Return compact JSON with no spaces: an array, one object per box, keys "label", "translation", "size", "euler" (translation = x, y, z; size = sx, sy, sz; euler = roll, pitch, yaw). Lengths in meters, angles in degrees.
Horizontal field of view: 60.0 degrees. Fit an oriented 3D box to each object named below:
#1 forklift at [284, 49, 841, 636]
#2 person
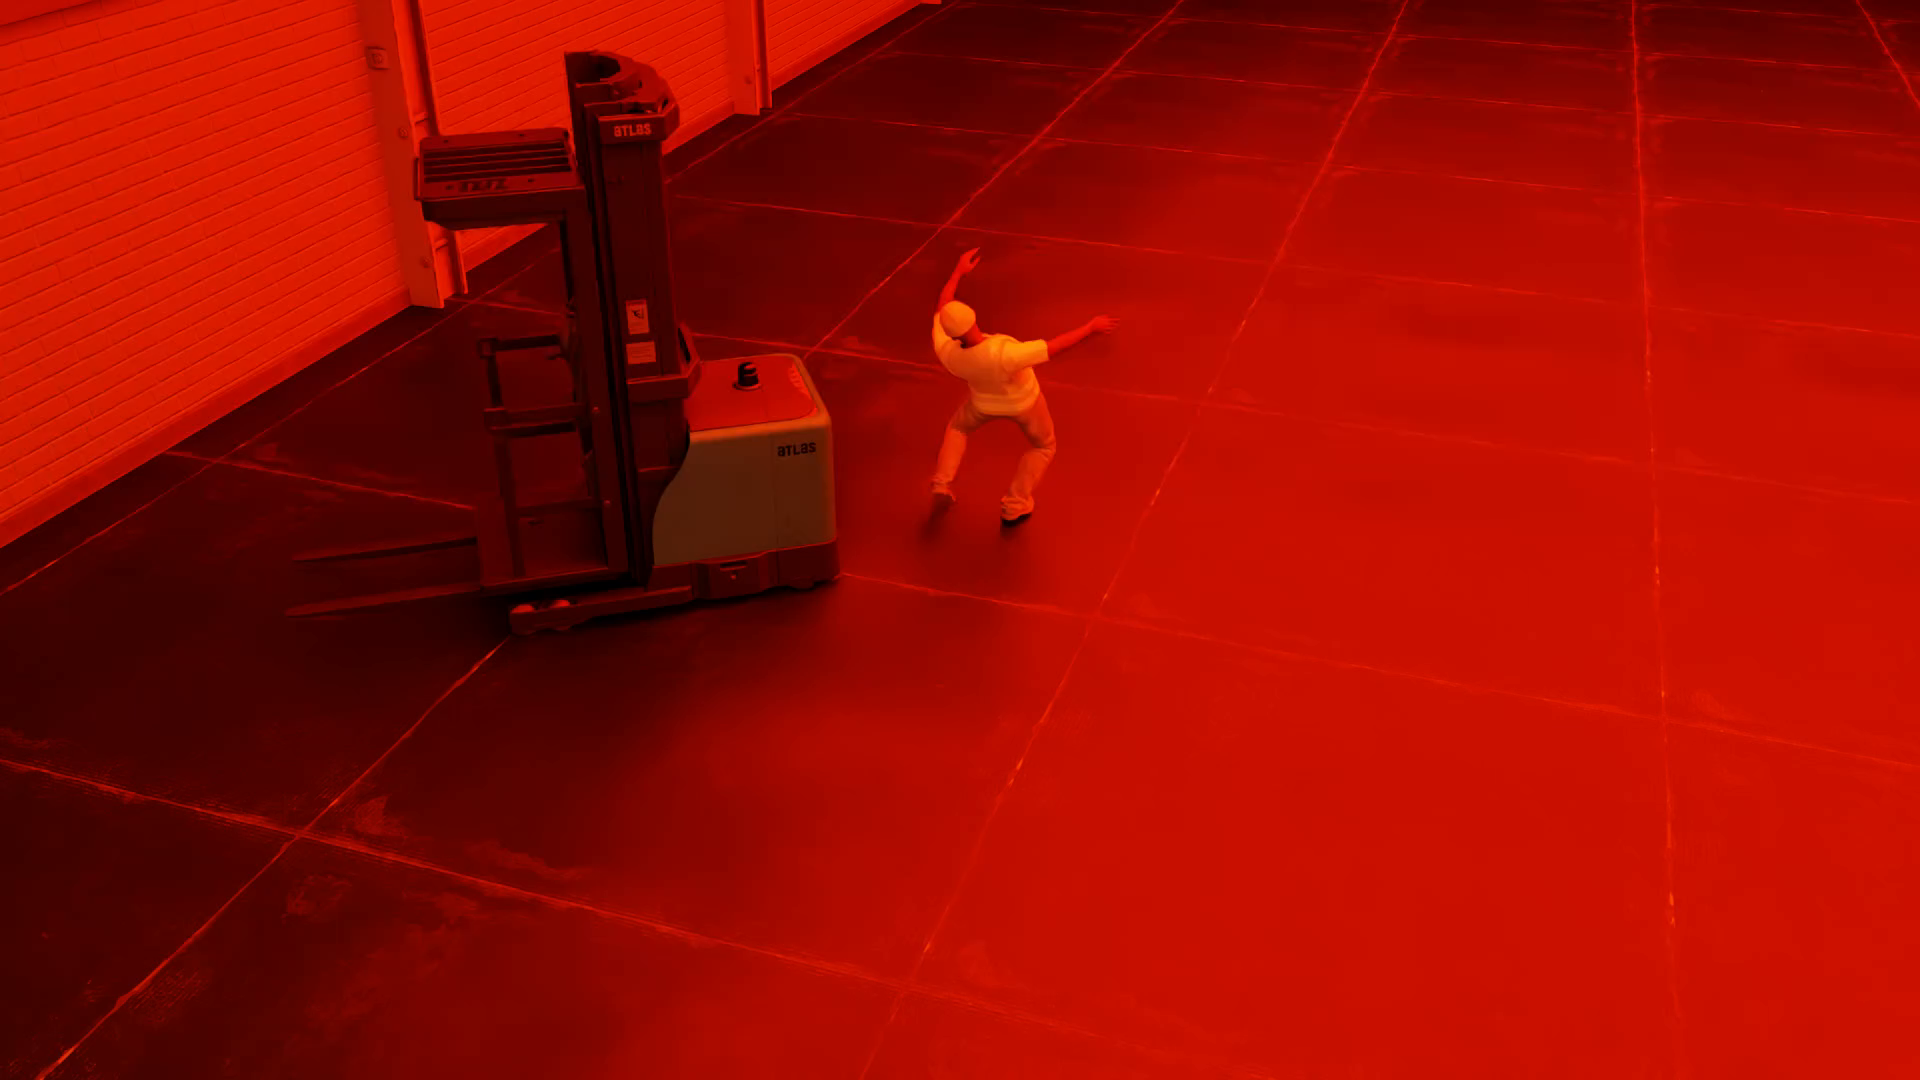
[{"label":"forklift","translation":[-2.268,-1.038,8.957],"size":[3.031,2.935,1.130],"euler":[-8,31,-14]},{"label":"person","translation":[0.352,-0.844,9.942],"size":[1.109,1.596,0.709],"euler":[8,31,14]}]
